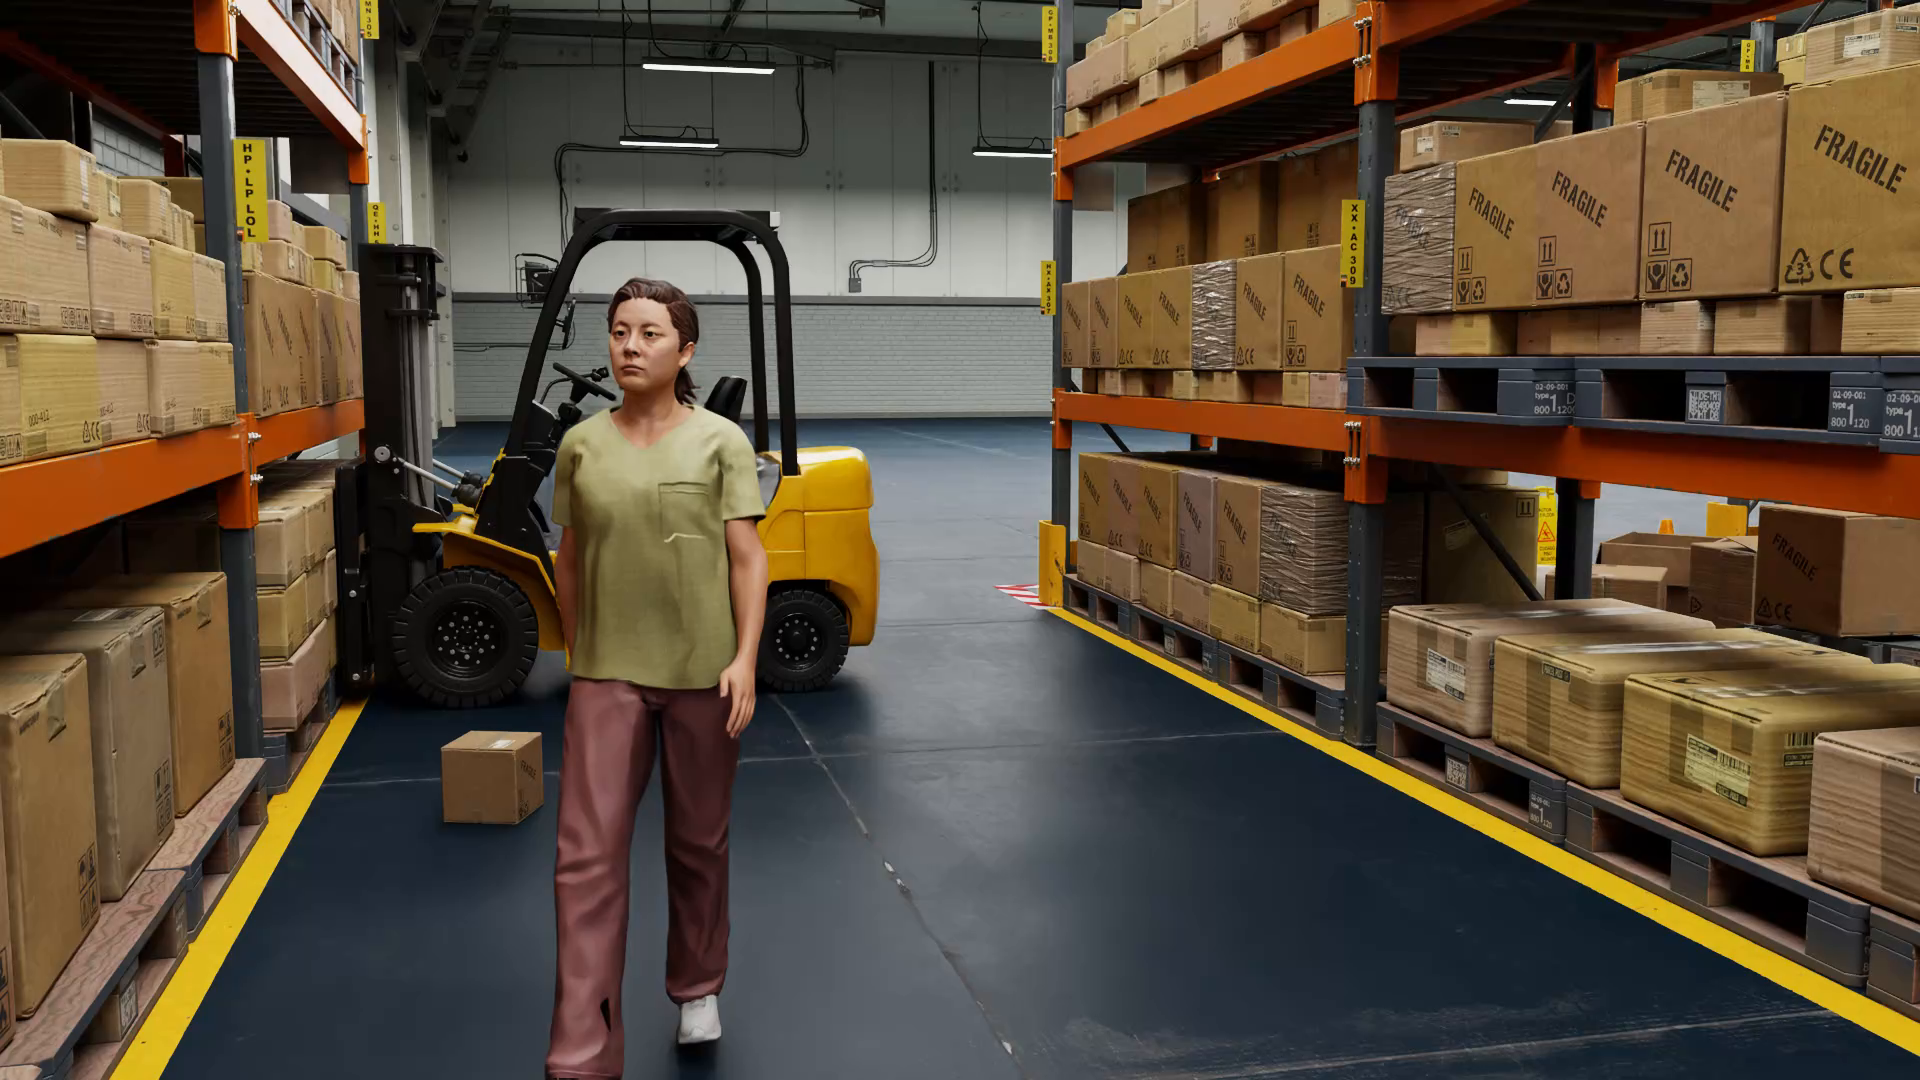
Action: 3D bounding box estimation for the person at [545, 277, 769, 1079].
[{"bbox_3d":[-0.606,0.296,3.316,0.452,1.636,0.868,-1,6,-6],"label":"person"}]
